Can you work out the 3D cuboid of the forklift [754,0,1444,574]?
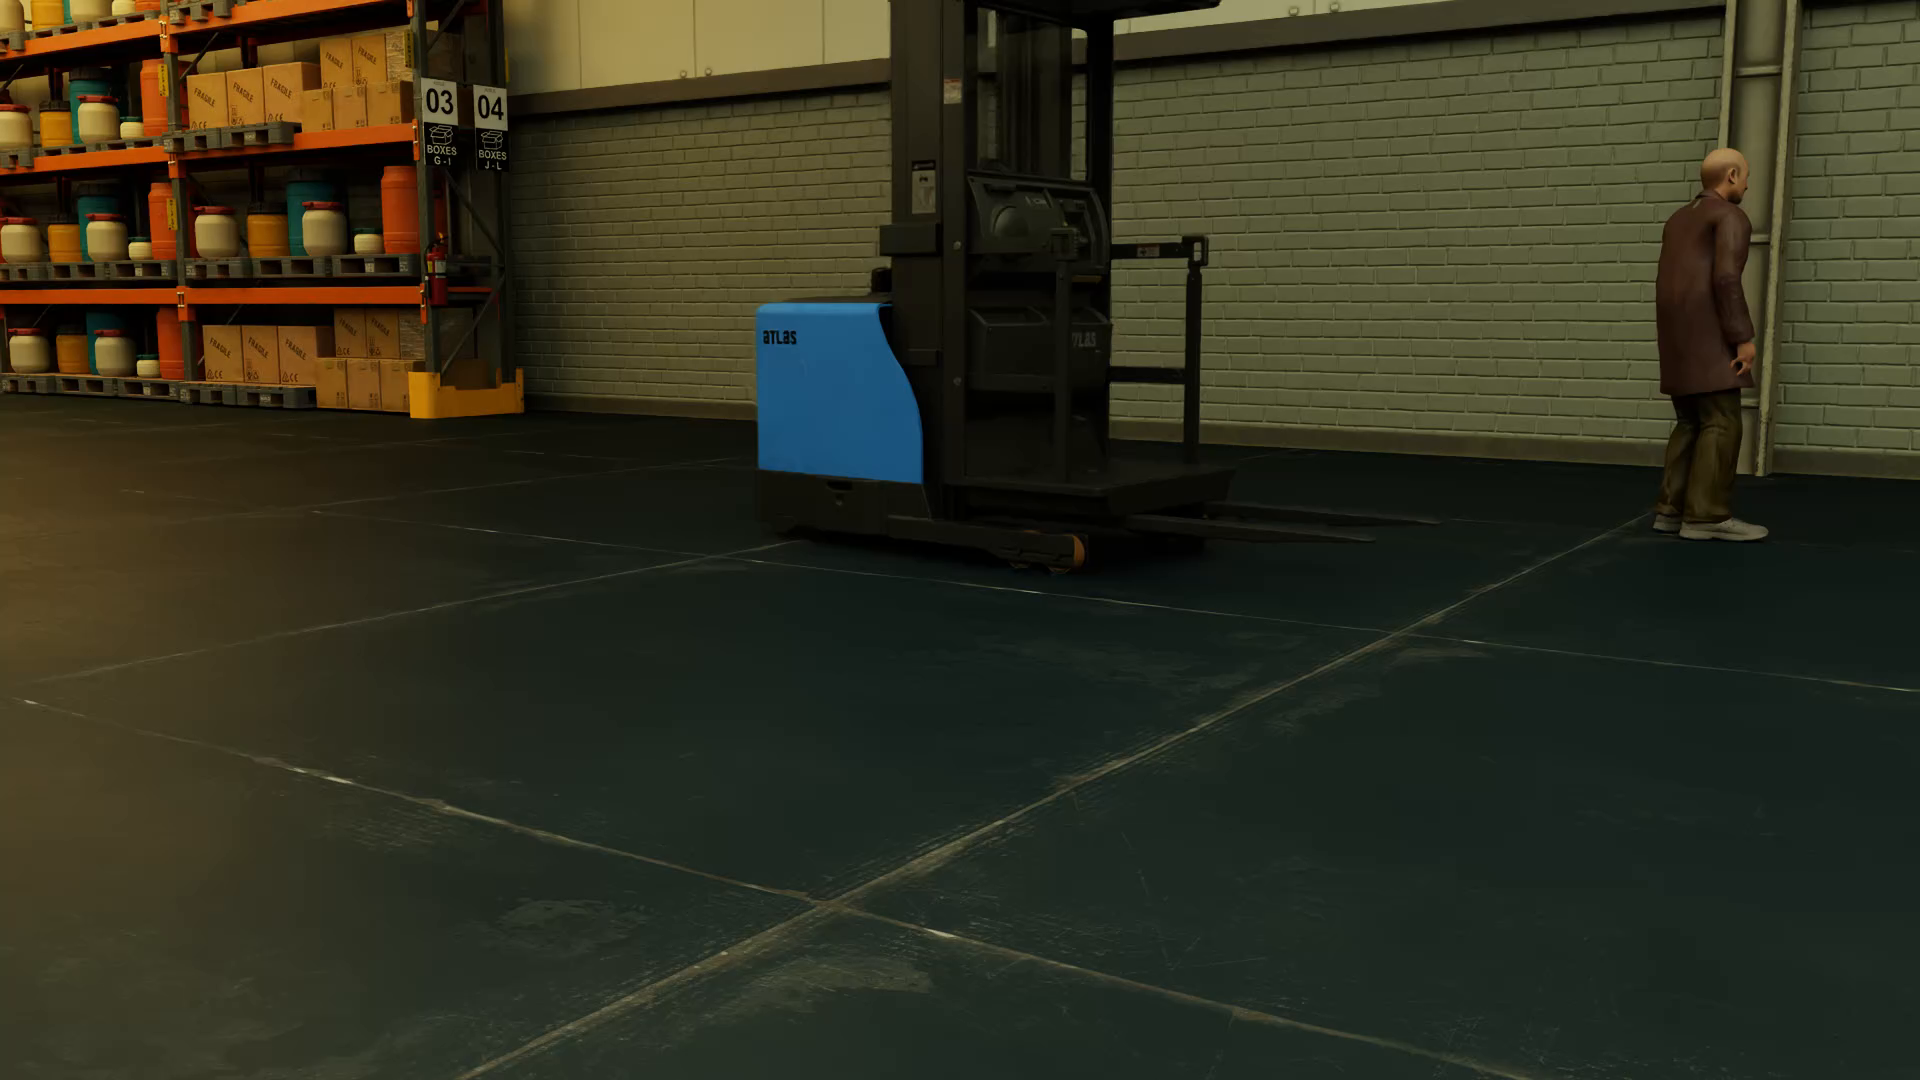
[{"bbox_3d":[0.509,-1.397,7.018,3.031,2.935,1.130,6,10,38],"label":"forklift"}]

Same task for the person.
[{"bbox_3d":[3.449,-0.906,7.679,0.436,1.772,0.649,-1,8,-5],"label":"person"}]
